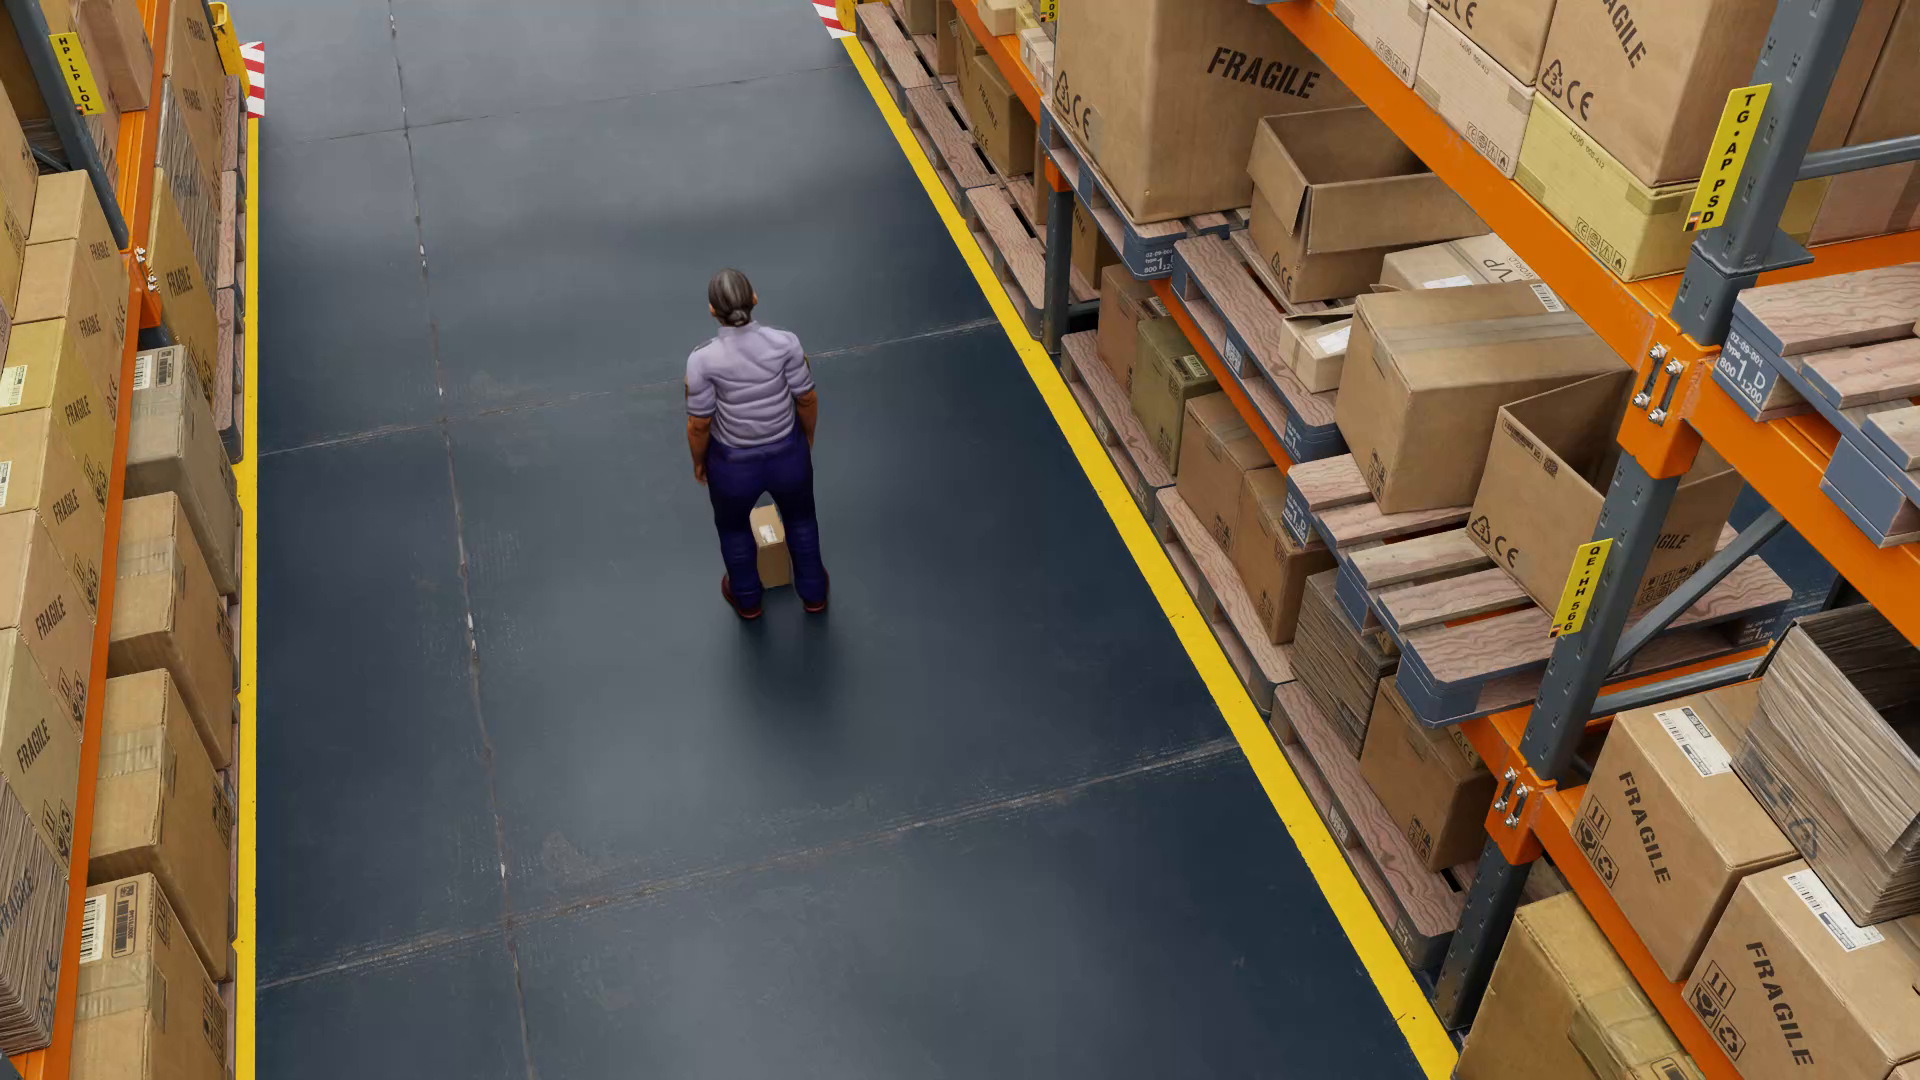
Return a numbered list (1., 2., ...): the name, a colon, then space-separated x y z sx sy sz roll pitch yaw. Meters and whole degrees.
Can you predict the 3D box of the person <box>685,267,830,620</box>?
1. person: -0.801 -0.348 6.546 0.537 1.651 0.402 -12 44 -13
